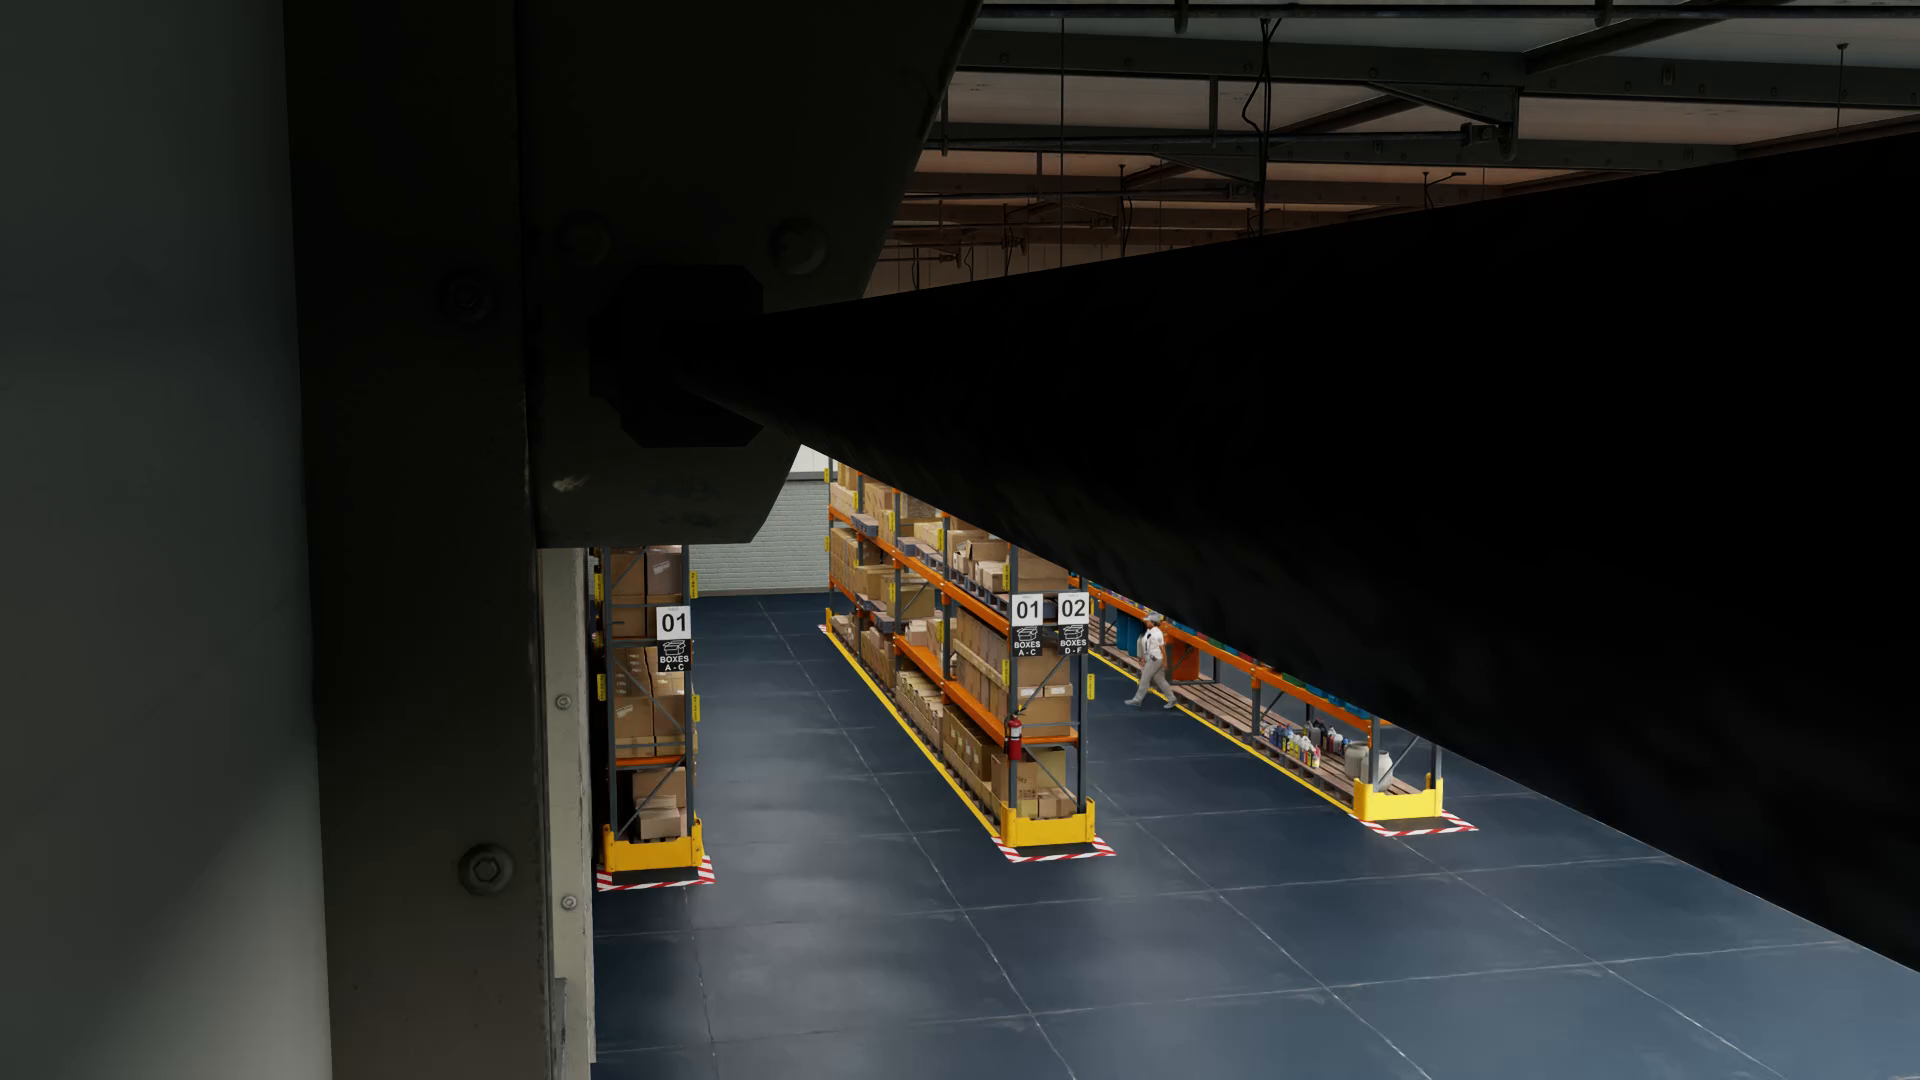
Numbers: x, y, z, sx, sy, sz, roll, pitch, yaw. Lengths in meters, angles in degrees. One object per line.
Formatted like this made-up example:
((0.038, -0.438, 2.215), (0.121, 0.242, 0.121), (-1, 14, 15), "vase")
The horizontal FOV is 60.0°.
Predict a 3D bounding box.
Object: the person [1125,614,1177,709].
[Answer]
((3.330, 2.096, 28.913), (0.916, 1.615, 0.508), (1, 7, 7), "person")
